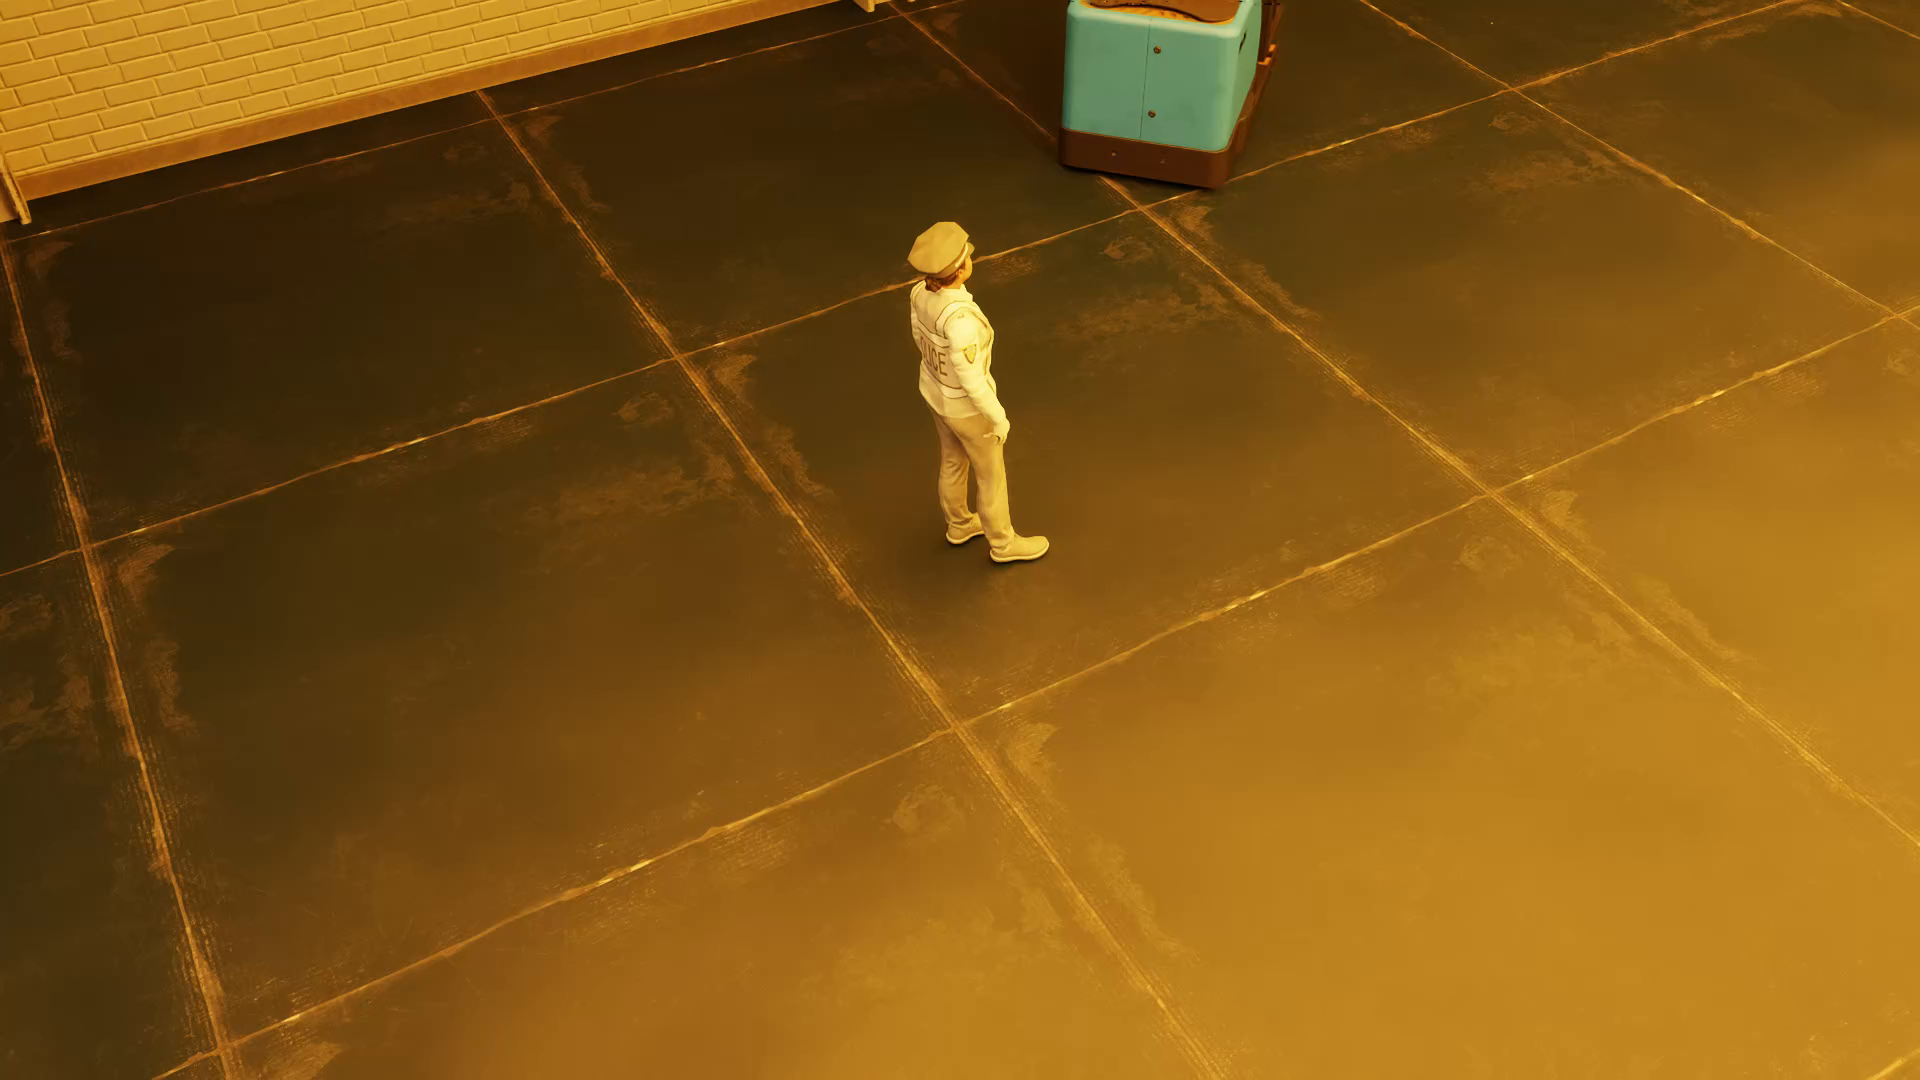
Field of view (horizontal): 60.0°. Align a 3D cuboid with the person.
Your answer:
[{"bbox_3d":[0.063,-0.646,7.293,0.530,1.694,0.586,-21,47,-21],"label":"person"}]

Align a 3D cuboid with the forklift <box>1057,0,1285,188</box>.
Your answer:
[{"bbox_3d":[1.531,-4.219,10.247,1.130,2.935,3.031,12,44,13],"label":"forklift"}]
